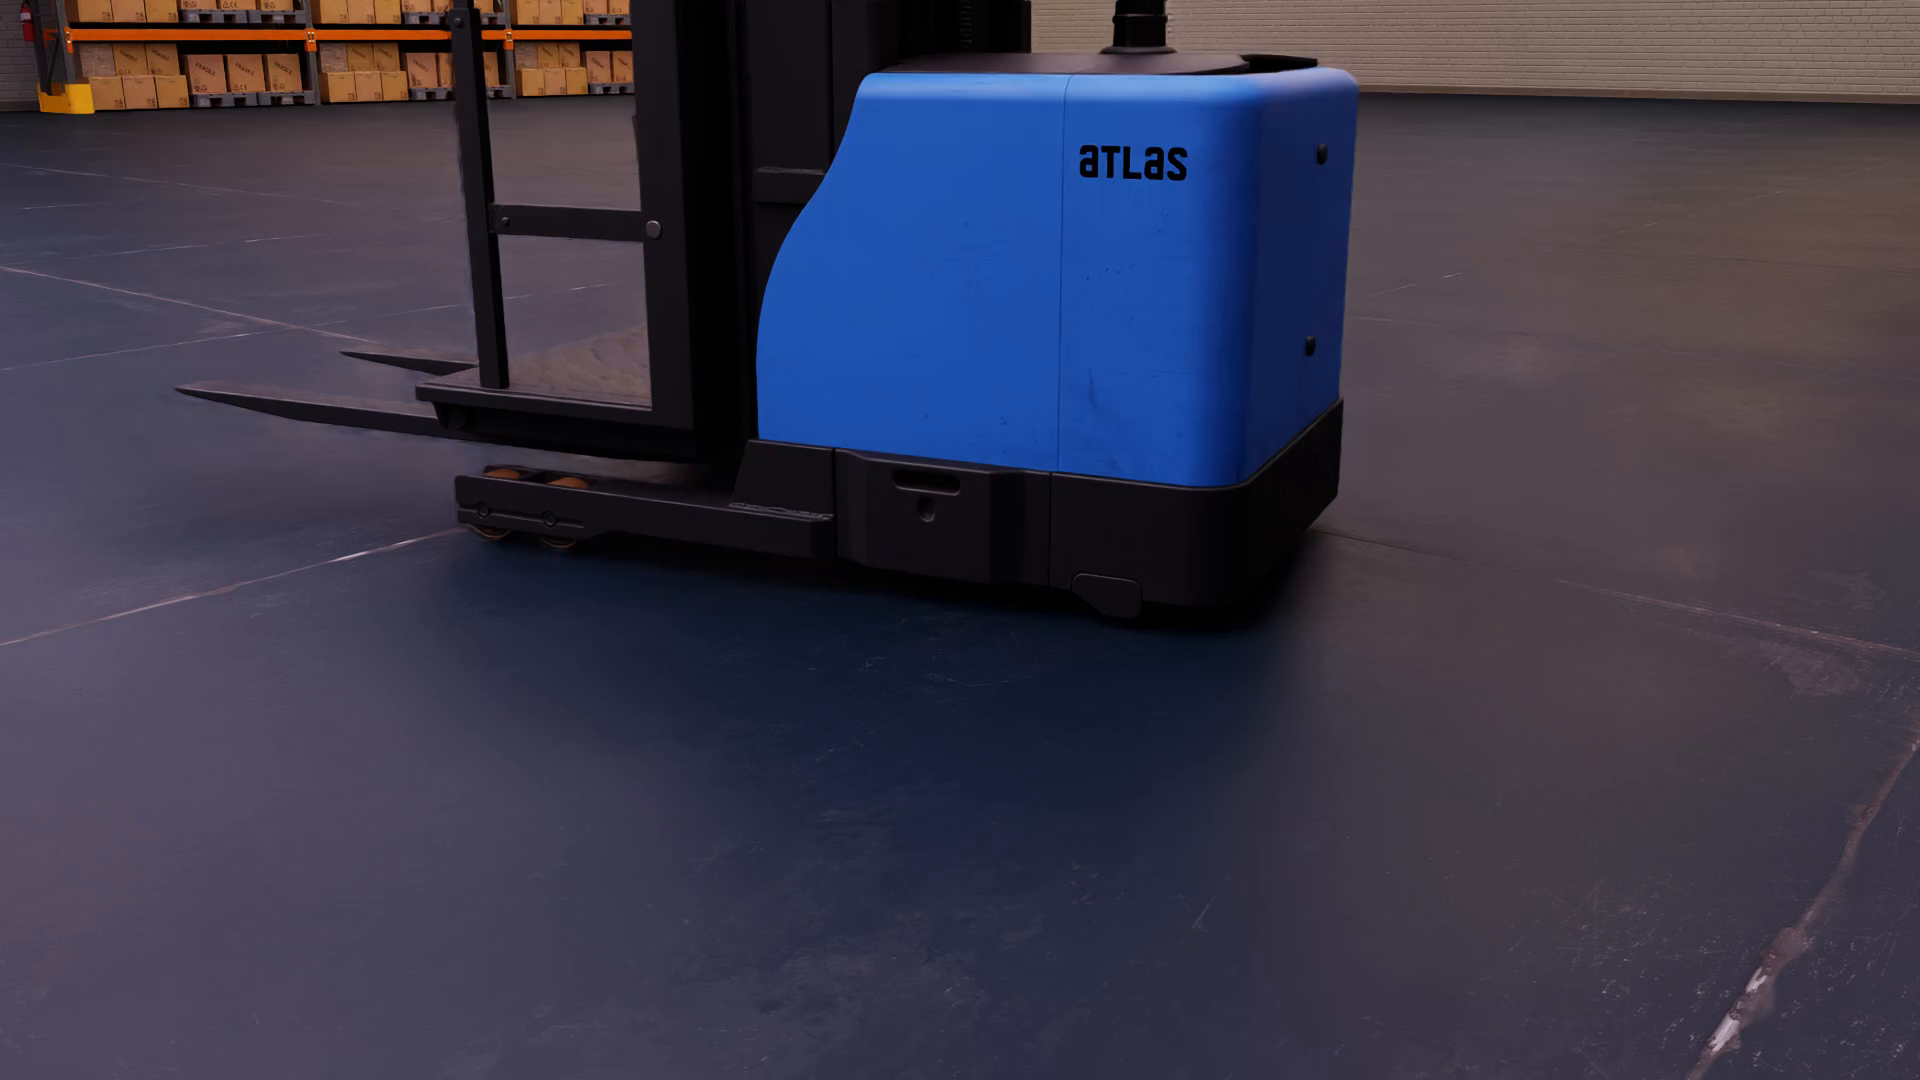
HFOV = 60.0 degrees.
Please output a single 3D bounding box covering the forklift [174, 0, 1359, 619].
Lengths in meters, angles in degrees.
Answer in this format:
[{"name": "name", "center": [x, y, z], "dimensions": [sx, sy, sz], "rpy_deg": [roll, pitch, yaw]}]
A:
[{"name": "forklift", "center": [-0.635, -1.512, 3.875], "dimensions": [3.031, 2.935, 1.130], "rpy_deg": [8, 18, 23]}]
